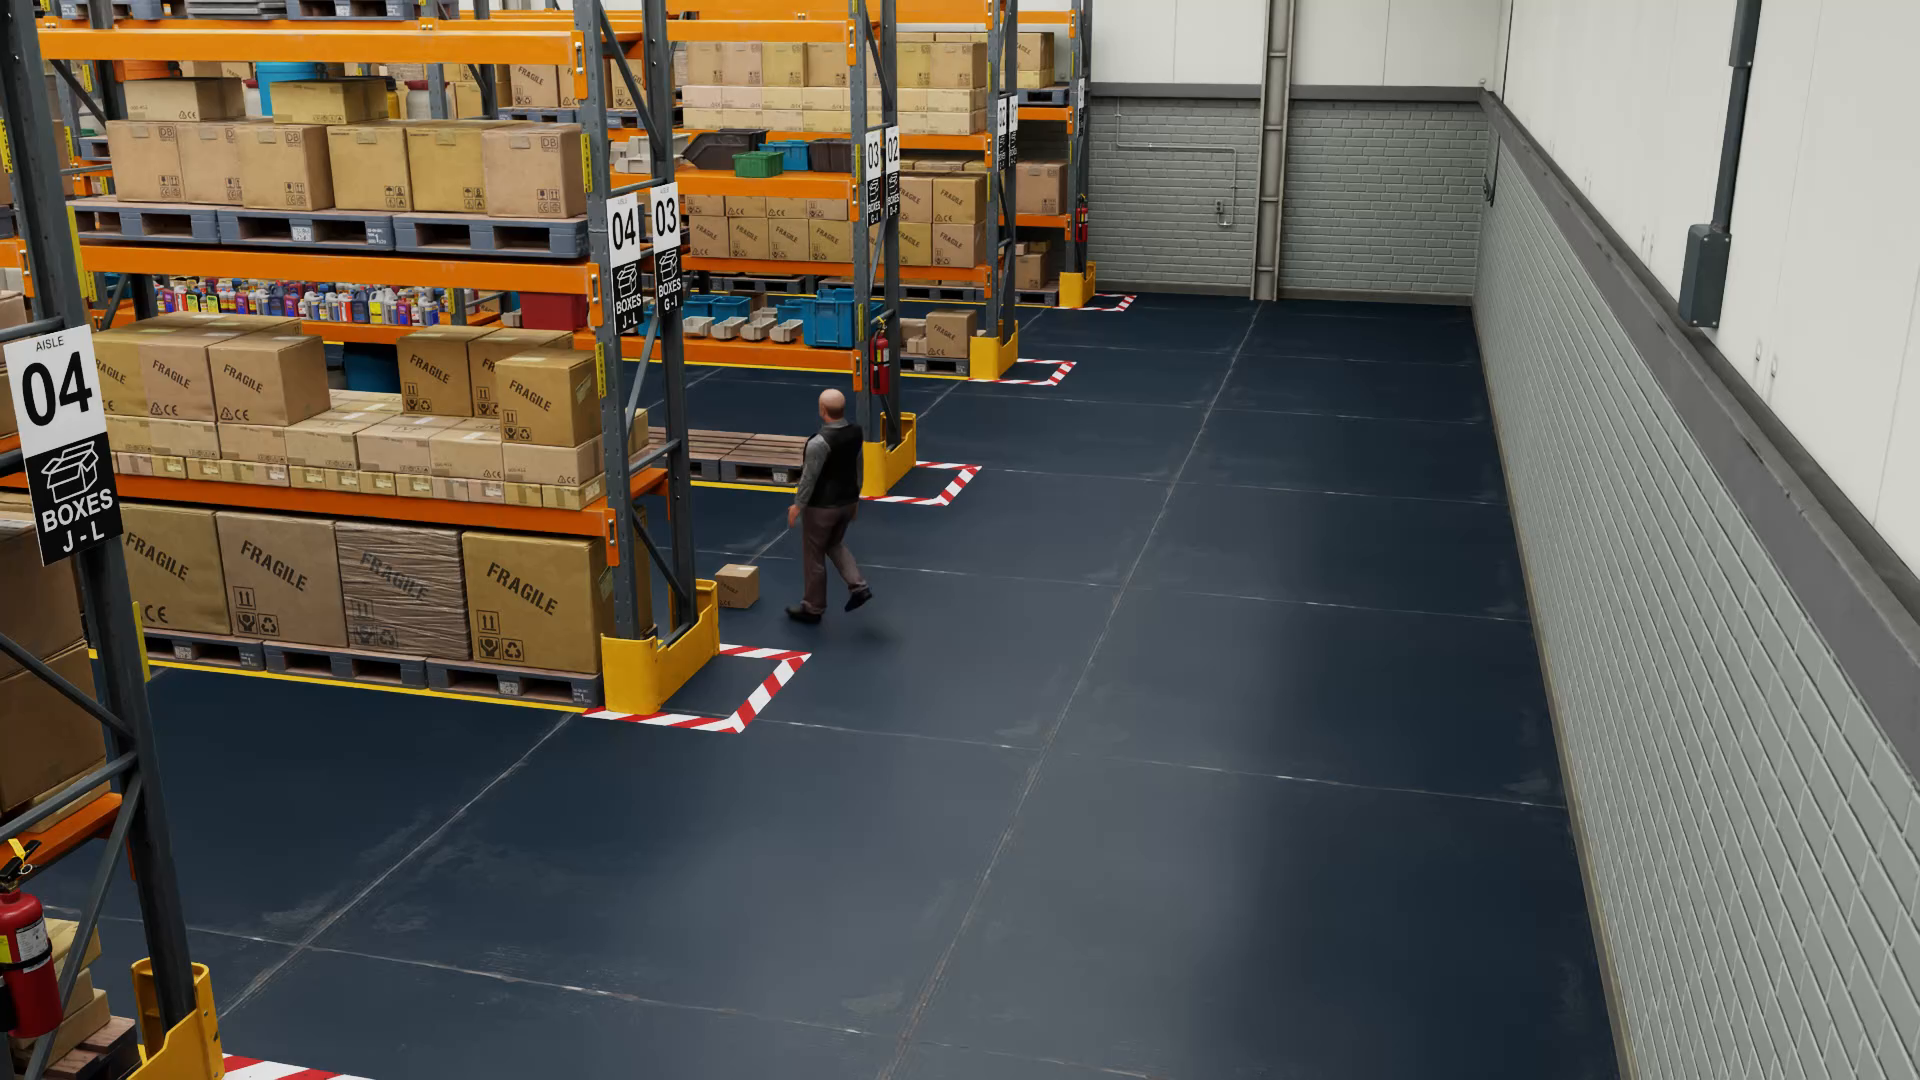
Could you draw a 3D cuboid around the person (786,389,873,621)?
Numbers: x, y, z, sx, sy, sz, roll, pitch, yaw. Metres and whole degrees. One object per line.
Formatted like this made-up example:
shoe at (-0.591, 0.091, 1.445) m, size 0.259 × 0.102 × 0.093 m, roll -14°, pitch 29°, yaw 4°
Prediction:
person at (-0.962, -0.250, 11.815) m, size 0.603 × 1.712 × 0.558 m, roll 13°, pitch 22°, yaw 35°
